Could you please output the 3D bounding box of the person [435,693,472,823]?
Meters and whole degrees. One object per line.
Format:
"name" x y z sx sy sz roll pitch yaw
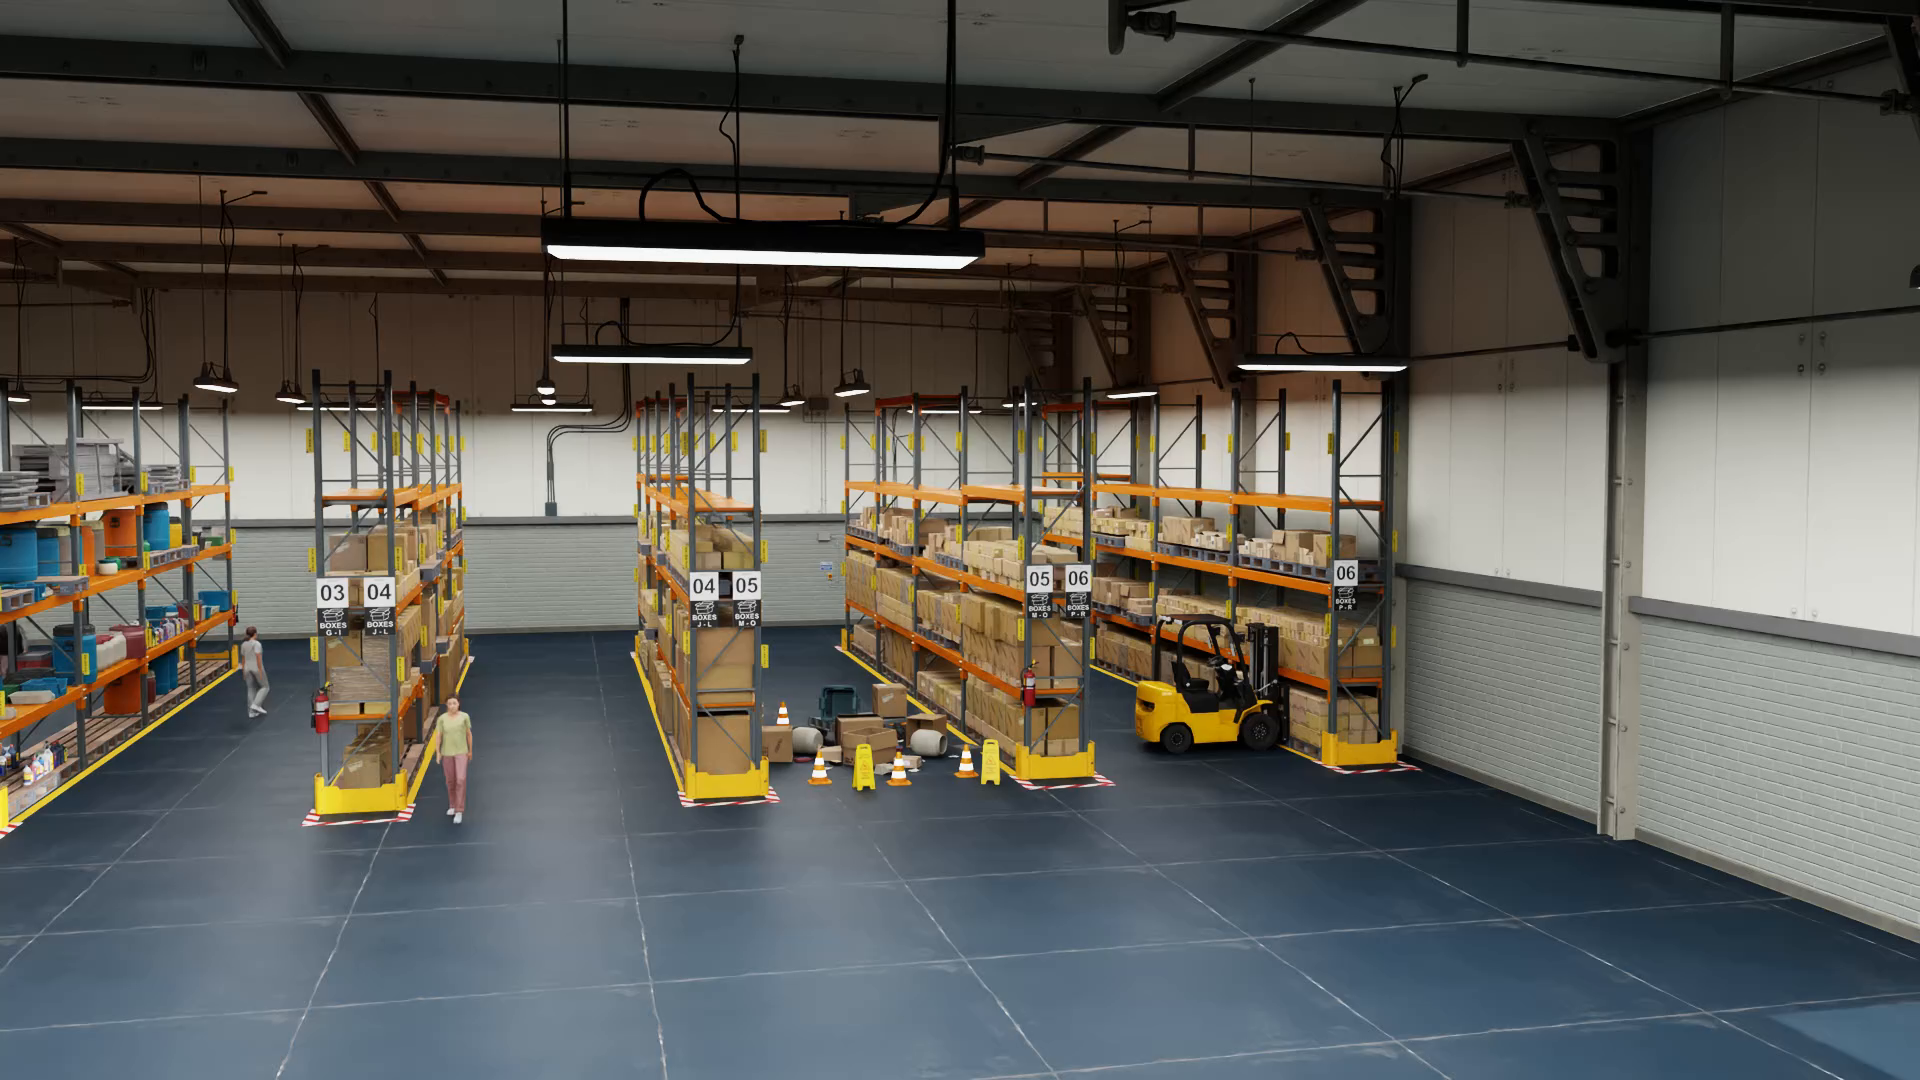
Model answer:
"person" -6.779 2.883 22.210 0.458 1.671 0.689 0 3 -8

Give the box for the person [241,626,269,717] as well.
"person" -12.921 2.407 30.373 0.506 1.652 0.490 0 3 2

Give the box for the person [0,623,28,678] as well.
"person" -18.721 2.261 32.803 0.629 1.667 1.068 -1 3 -16
